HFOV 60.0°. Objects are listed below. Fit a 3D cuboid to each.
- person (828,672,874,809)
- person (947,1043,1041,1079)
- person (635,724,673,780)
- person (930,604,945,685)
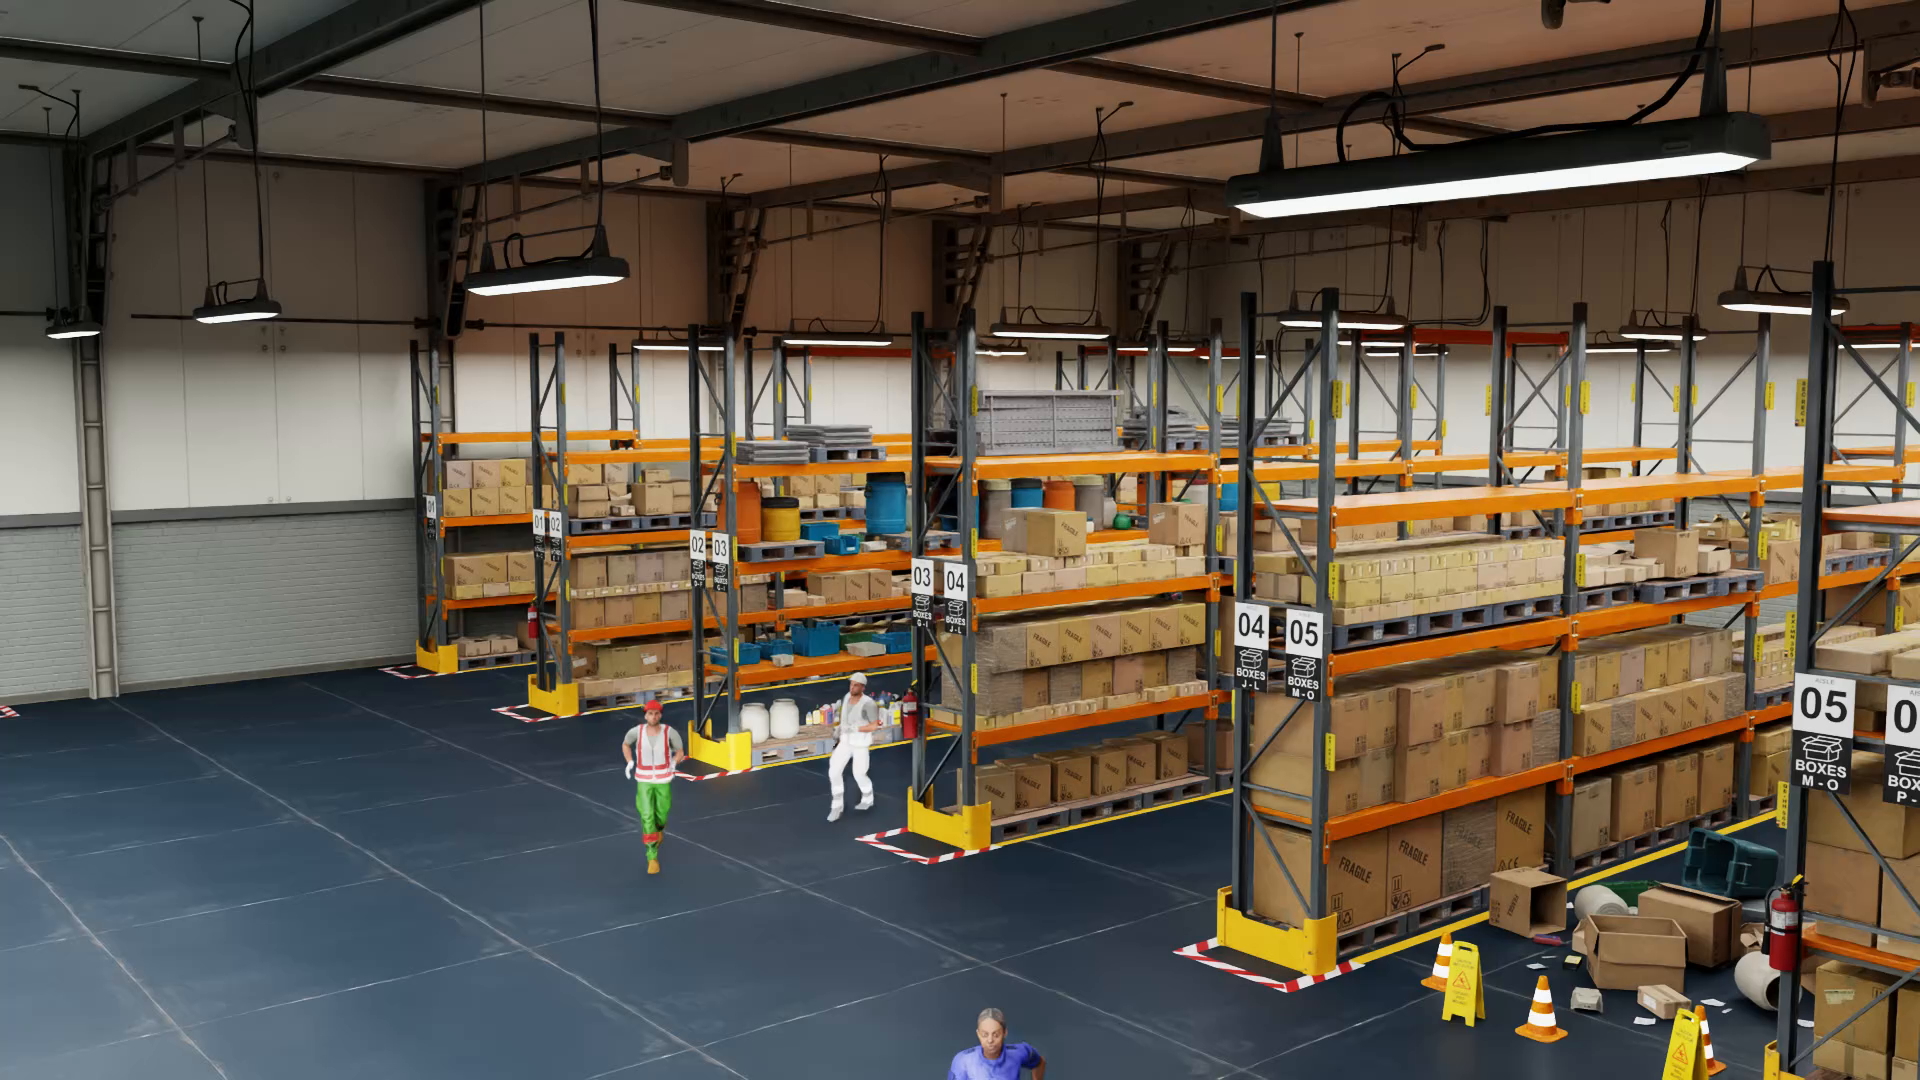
[{"bbox_3d":[-1.227,2.384,19.887,0.483,1.658,0.693,3,6,33],"label":"person"},{"bbox_3d":[2.118,2.660,18.869,2.305,1.622,19.951,1,5,6],"label":"person"},{"bbox_3d":[-3.300,2.268,17.917,0.410,0.562,0.312,-1,5,-11],"label":"person"},{"bbox_3d":[-0.381,1.763,28.239,0.892,1.527,0.655,-4,7,-39],"label":"person"}]
